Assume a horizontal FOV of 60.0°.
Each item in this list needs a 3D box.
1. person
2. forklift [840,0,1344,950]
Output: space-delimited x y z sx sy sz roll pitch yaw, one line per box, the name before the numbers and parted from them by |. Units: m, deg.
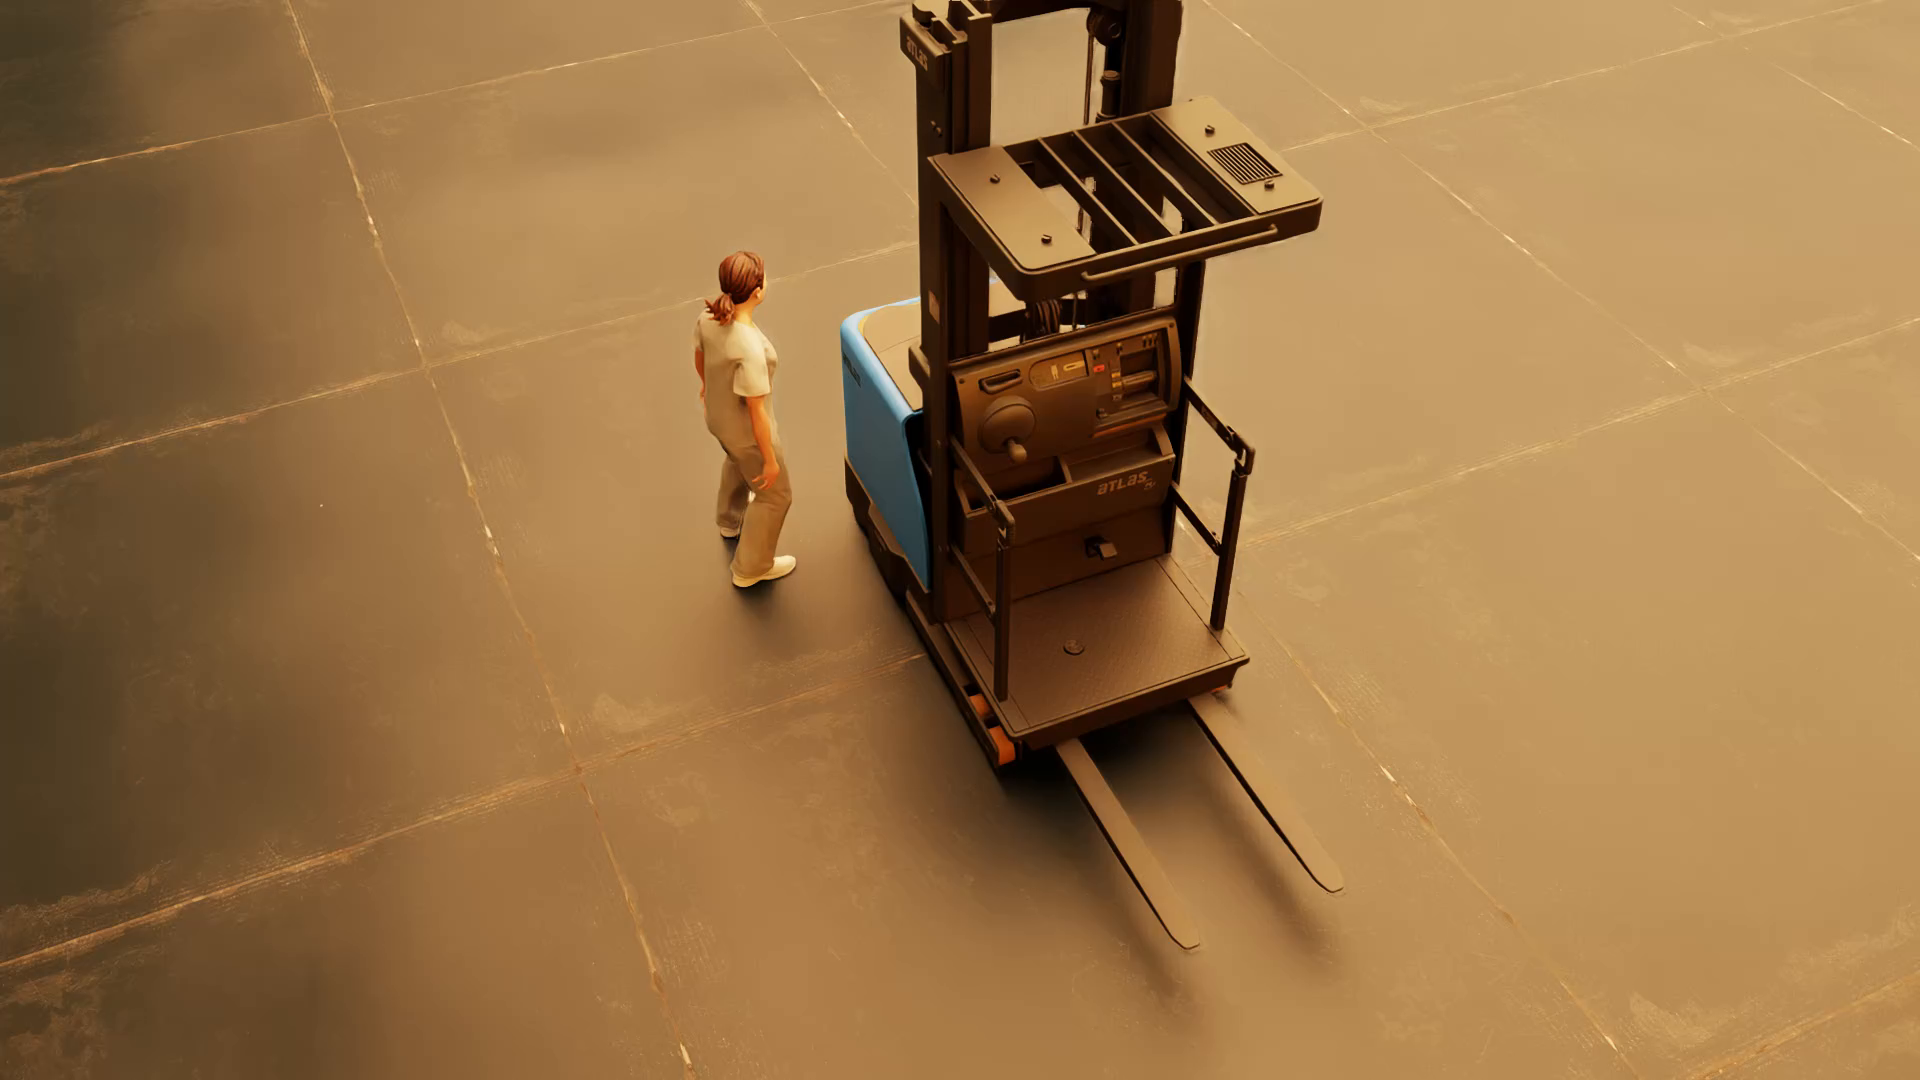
person | -0.950 -0.525 7.195 0.369 1.643 0.768 -26 49 -25
forklift | 0.508 -0.484 6.198 1.130 2.935 3.031 -17 46 -17
